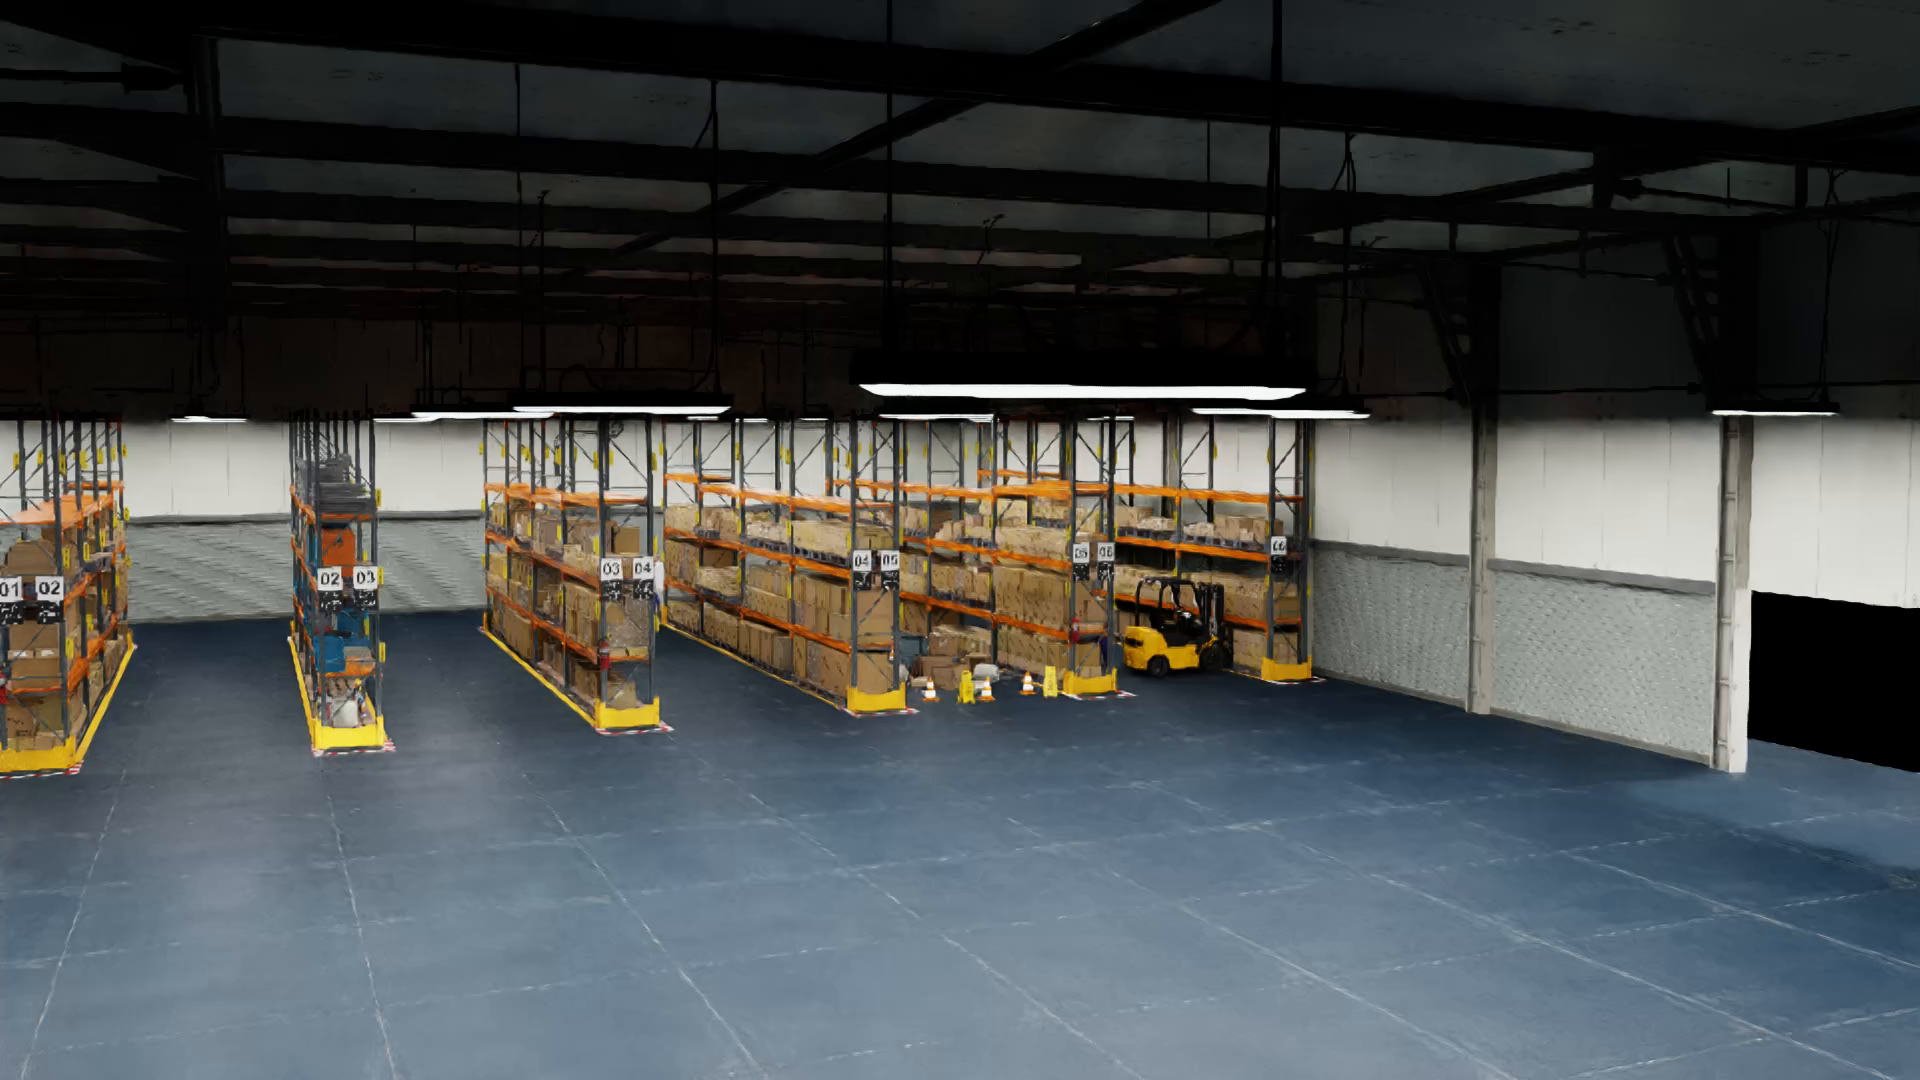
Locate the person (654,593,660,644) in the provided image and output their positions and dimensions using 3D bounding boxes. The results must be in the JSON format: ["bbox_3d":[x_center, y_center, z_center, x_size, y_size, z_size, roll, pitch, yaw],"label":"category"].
[{"bbox_3d":[-8.043,1.978,42.932,0.593,1.494,0.509,-2,4,-25],"label":"person"}]

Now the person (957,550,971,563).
[{"bbox_3d":[0.138,1.140,52.893,0.645,1.781,0.553,3,5,36],"label":"person"}]

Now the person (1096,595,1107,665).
[{"bbox_3d":[3.343,2.145,39.496,0.461,1.616,0.523,0,4,1],"label":"person"}]

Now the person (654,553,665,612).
[{"bbox_3d":[-9.166,1.291,50.478,0.678,1.773,0.451,3,5,34],"label":"person"}]
